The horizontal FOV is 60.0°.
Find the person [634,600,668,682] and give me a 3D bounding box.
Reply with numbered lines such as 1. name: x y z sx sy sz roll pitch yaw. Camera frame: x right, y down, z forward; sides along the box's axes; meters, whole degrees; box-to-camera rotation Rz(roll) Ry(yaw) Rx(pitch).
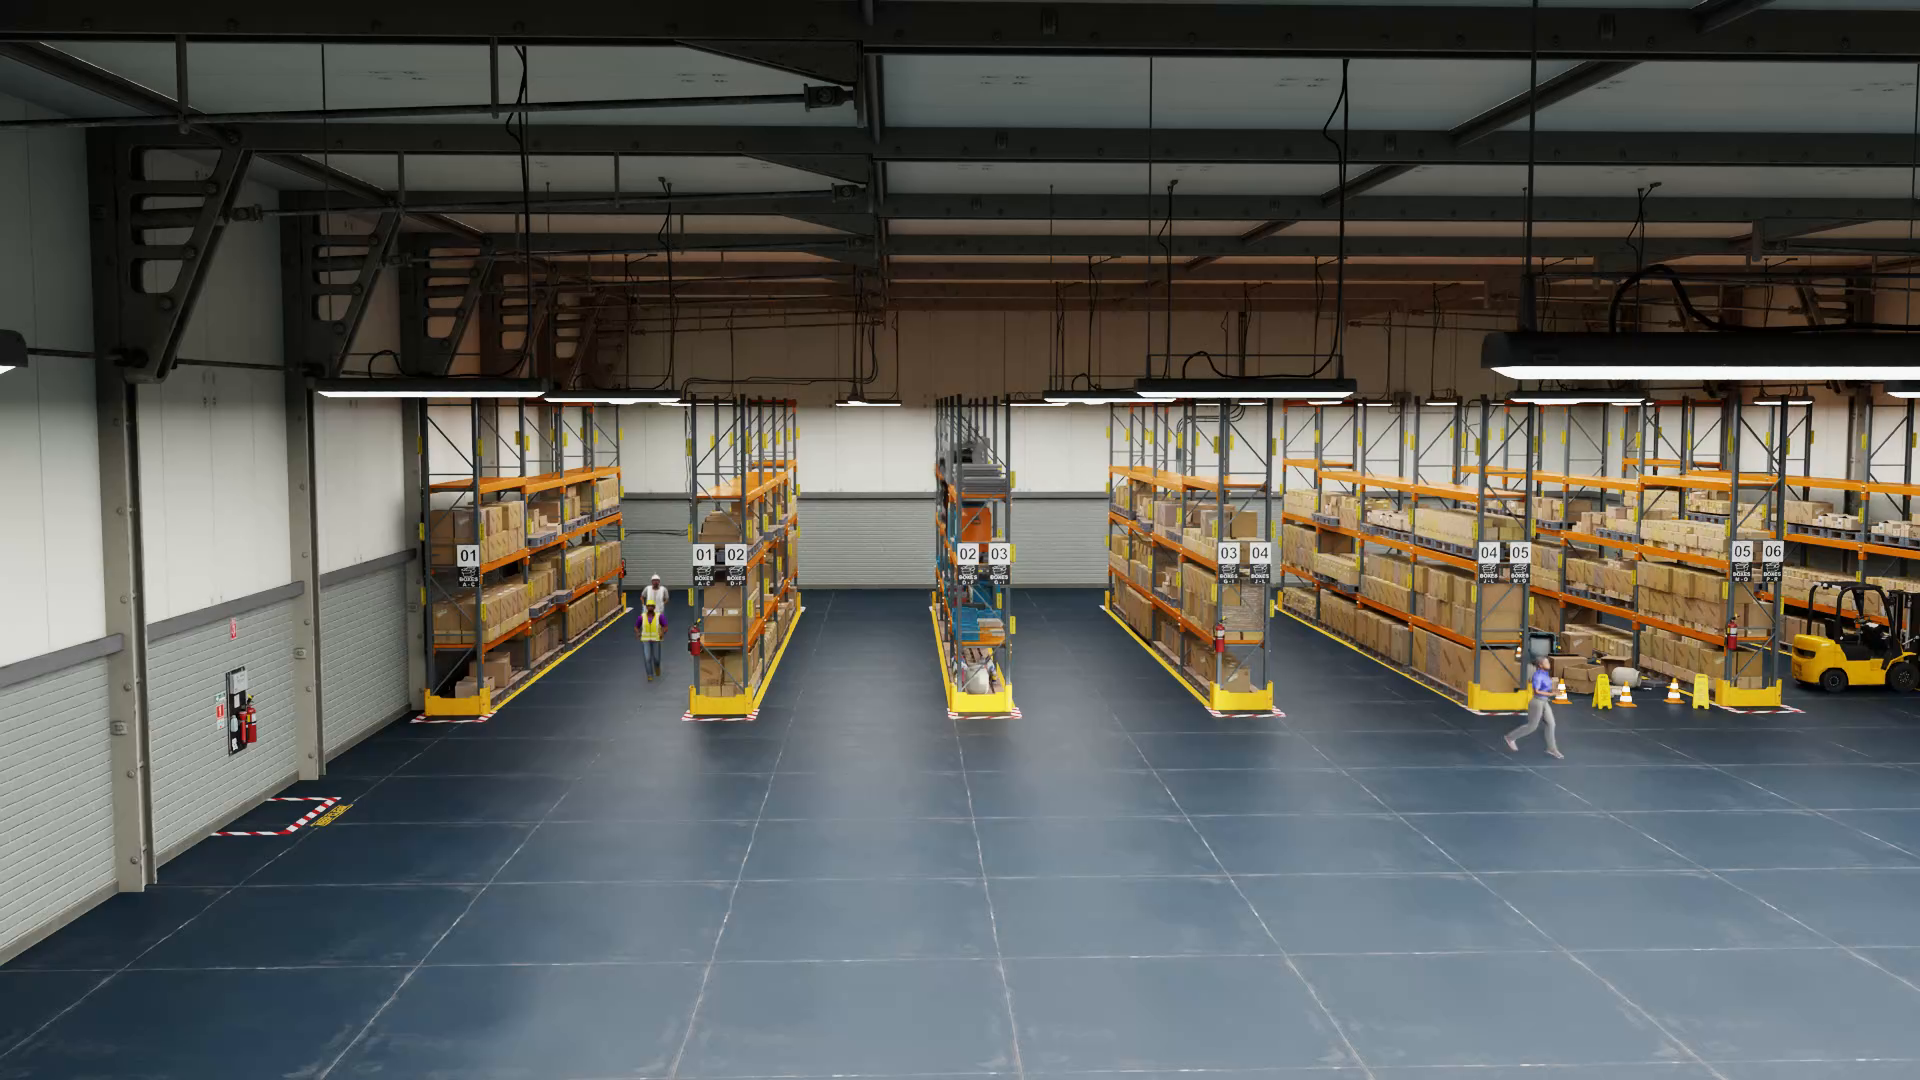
1. person: -6.507 2.109 35.010 0.697 1.717 0.609 0 5 -6

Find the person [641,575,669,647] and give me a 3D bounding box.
1. person: -7.276 1.731 39.684 0.669 1.786 0.566 -1 5 -11

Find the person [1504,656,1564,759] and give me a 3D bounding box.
1. person: 9.514 2.742 27.453 0.935 1.672 0.588 3 6 36

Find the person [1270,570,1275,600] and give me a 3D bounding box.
1. person: 8.191 1.363 44.801 0.577 1.684 0.968 0 5 -4
